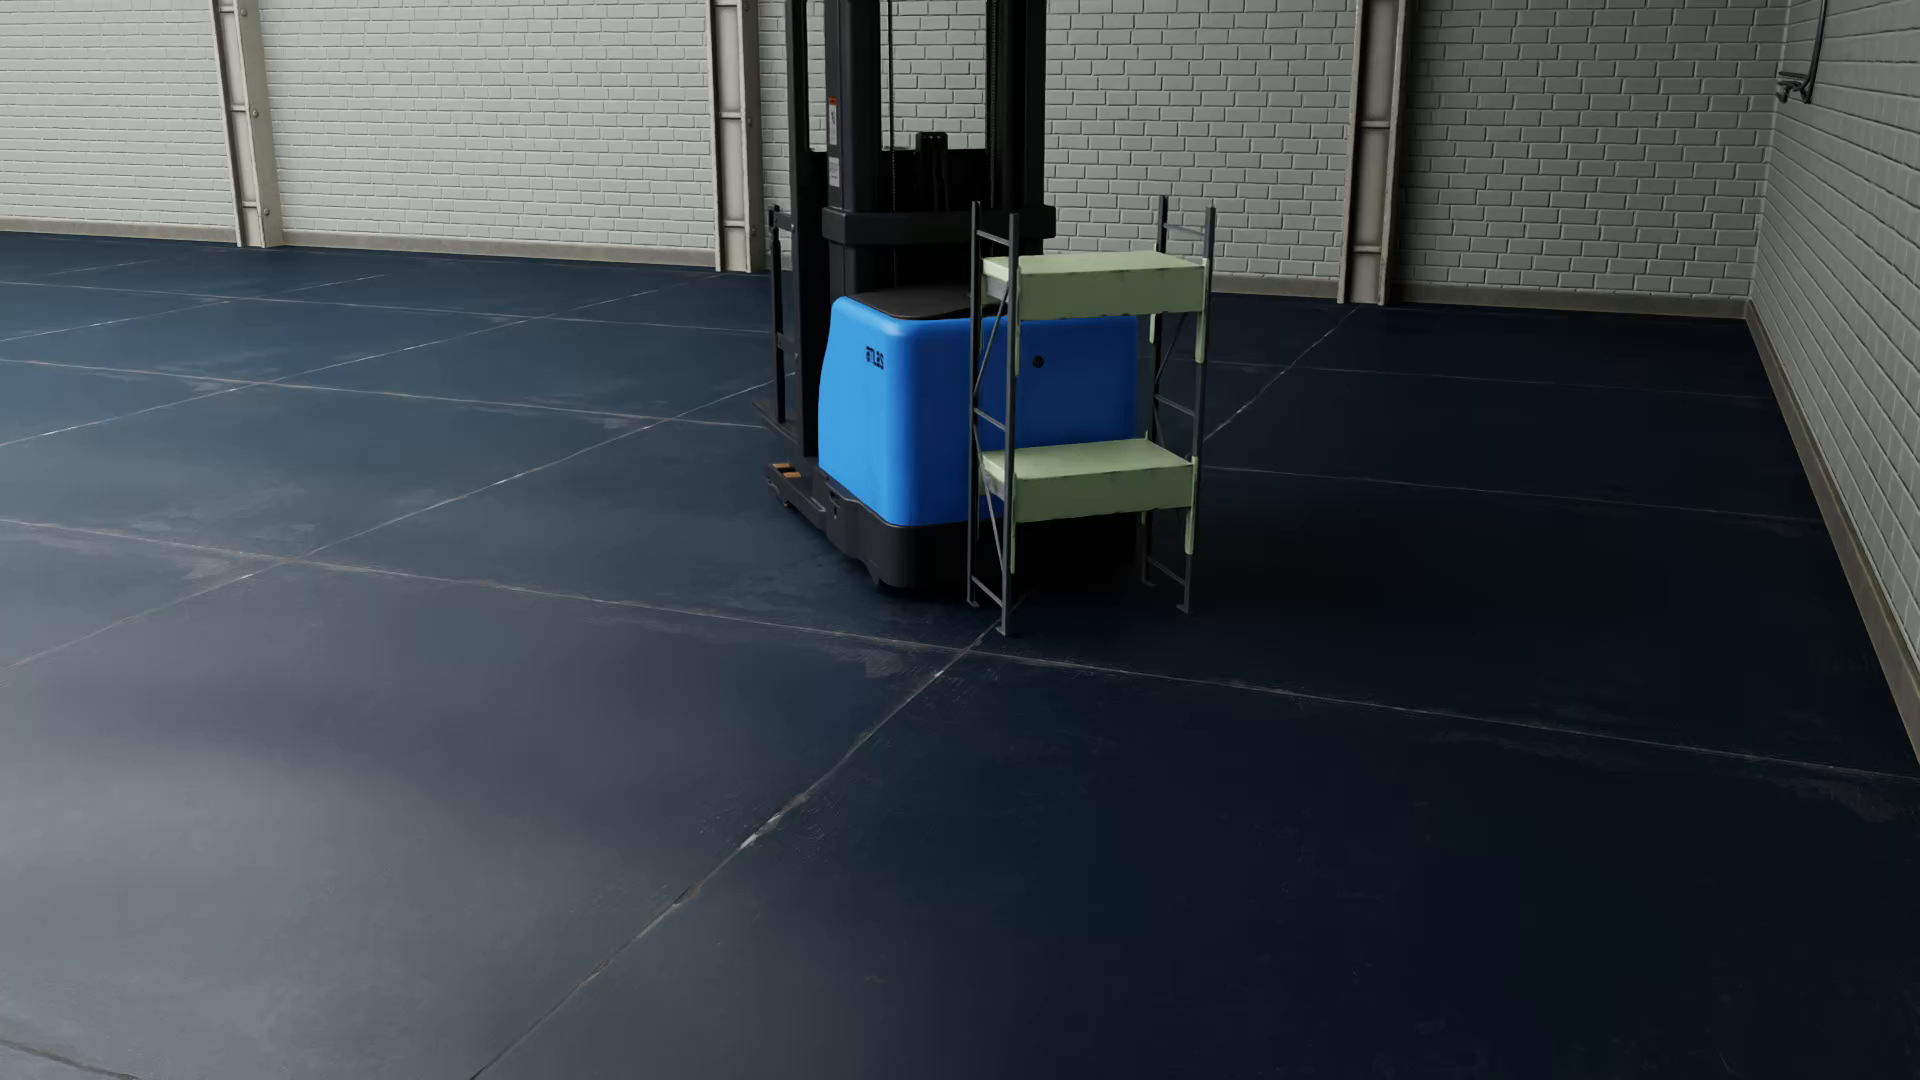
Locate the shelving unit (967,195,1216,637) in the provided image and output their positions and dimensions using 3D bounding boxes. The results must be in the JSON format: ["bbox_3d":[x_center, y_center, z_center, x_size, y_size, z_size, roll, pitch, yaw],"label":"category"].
[{"bbox_3d":[0.456,-0.459,6.039,0.755,1.500,0.431,-6,19,-19],"label":"shelving unit"}]

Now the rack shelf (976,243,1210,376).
[{"bbox_3d":[0.460,-0.830,5.919,0.720,0.370,0.431,-6,19,-19],"label":"rack shelf"}]

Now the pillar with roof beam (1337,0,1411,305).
[{"bbox_3d":[1.857,-5.234,9.062,0.400,9.000,9.100,6,17,21],"label":"pillar with roof beam"}]

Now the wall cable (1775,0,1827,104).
[{"bbox_3d":[5.692,-4.215,11.121,0.112,2.526,3.097,6,17,21],"label":"wall cable"}]

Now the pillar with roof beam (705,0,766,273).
[{"bbox_3d":[-3.724,-5.848,11.176,0.400,9.000,9.100,6,17,21],"label":"pillar with roof beam"}]

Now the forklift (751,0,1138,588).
[{"bbox_3d":[-0.284,-1.593,7.405,1.130,2.935,3.031,-6,17,-19],"label":"forklift"}]

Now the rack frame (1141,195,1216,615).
[{"bbox_3d":[0.800,-0.494,6.158,0.023,1.500,0.400,-6,19,-19],"label":"rack frame"}]

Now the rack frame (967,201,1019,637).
[{"bbox_3d":[0.112,-0.424,5.920,0.023,1.500,0.400,-6,19,-19],"label":"rack frame"}]

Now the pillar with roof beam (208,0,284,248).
[{"bbox_3d":[-9.306,-6.461,13.290,0.400,9.000,9.100,6,17,21],"label":"pillar with roof beam"}]

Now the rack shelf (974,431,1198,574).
[{"bbox_3d":[0.453,-0.149,6.139,0.720,0.370,0.431,-6,19,-19],"label":"rack shelf"}]
